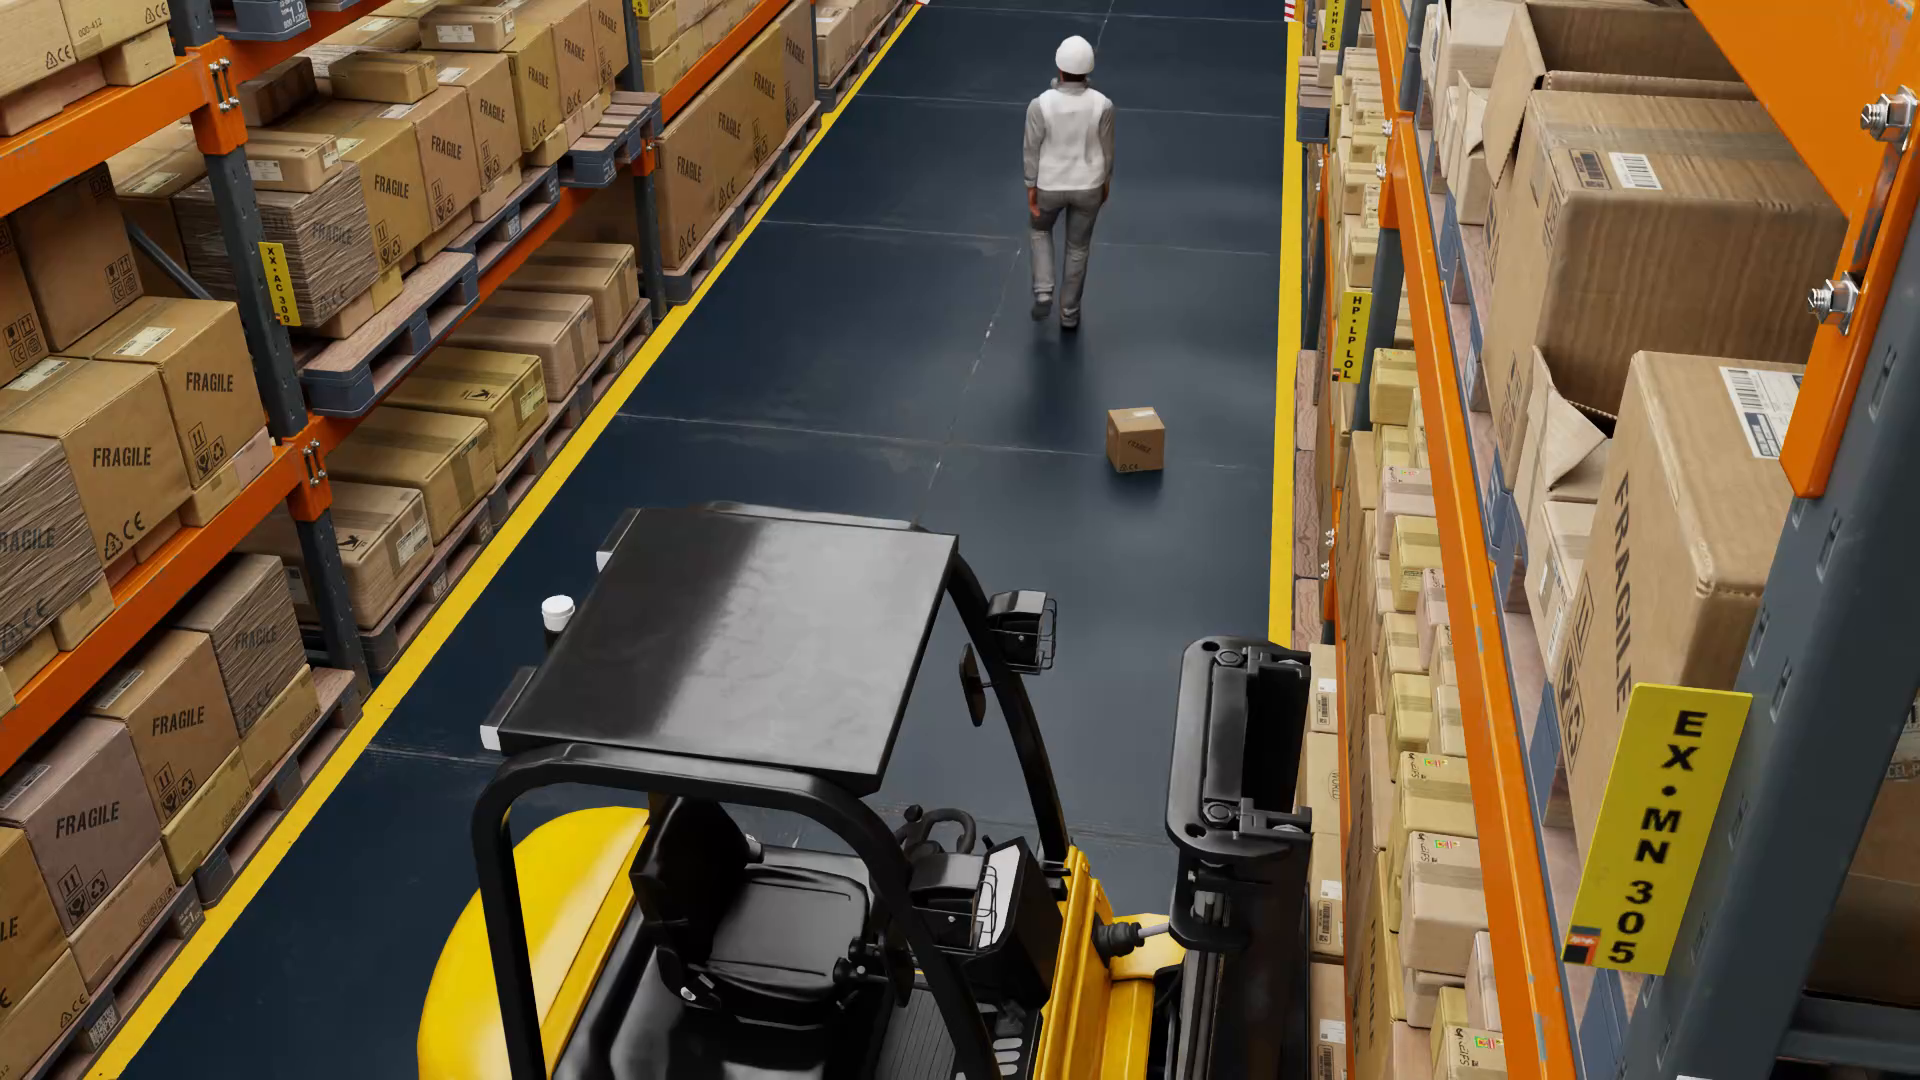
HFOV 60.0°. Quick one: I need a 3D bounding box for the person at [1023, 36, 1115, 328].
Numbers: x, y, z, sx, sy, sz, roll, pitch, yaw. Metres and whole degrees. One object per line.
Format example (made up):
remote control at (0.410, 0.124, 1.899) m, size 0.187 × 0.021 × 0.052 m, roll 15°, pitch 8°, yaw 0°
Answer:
person at (0.644, -2.151, 10.005) m, size 0.546 × 1.789 × 0.460 m, roll 1°, pitch 32°, yaw 1°
